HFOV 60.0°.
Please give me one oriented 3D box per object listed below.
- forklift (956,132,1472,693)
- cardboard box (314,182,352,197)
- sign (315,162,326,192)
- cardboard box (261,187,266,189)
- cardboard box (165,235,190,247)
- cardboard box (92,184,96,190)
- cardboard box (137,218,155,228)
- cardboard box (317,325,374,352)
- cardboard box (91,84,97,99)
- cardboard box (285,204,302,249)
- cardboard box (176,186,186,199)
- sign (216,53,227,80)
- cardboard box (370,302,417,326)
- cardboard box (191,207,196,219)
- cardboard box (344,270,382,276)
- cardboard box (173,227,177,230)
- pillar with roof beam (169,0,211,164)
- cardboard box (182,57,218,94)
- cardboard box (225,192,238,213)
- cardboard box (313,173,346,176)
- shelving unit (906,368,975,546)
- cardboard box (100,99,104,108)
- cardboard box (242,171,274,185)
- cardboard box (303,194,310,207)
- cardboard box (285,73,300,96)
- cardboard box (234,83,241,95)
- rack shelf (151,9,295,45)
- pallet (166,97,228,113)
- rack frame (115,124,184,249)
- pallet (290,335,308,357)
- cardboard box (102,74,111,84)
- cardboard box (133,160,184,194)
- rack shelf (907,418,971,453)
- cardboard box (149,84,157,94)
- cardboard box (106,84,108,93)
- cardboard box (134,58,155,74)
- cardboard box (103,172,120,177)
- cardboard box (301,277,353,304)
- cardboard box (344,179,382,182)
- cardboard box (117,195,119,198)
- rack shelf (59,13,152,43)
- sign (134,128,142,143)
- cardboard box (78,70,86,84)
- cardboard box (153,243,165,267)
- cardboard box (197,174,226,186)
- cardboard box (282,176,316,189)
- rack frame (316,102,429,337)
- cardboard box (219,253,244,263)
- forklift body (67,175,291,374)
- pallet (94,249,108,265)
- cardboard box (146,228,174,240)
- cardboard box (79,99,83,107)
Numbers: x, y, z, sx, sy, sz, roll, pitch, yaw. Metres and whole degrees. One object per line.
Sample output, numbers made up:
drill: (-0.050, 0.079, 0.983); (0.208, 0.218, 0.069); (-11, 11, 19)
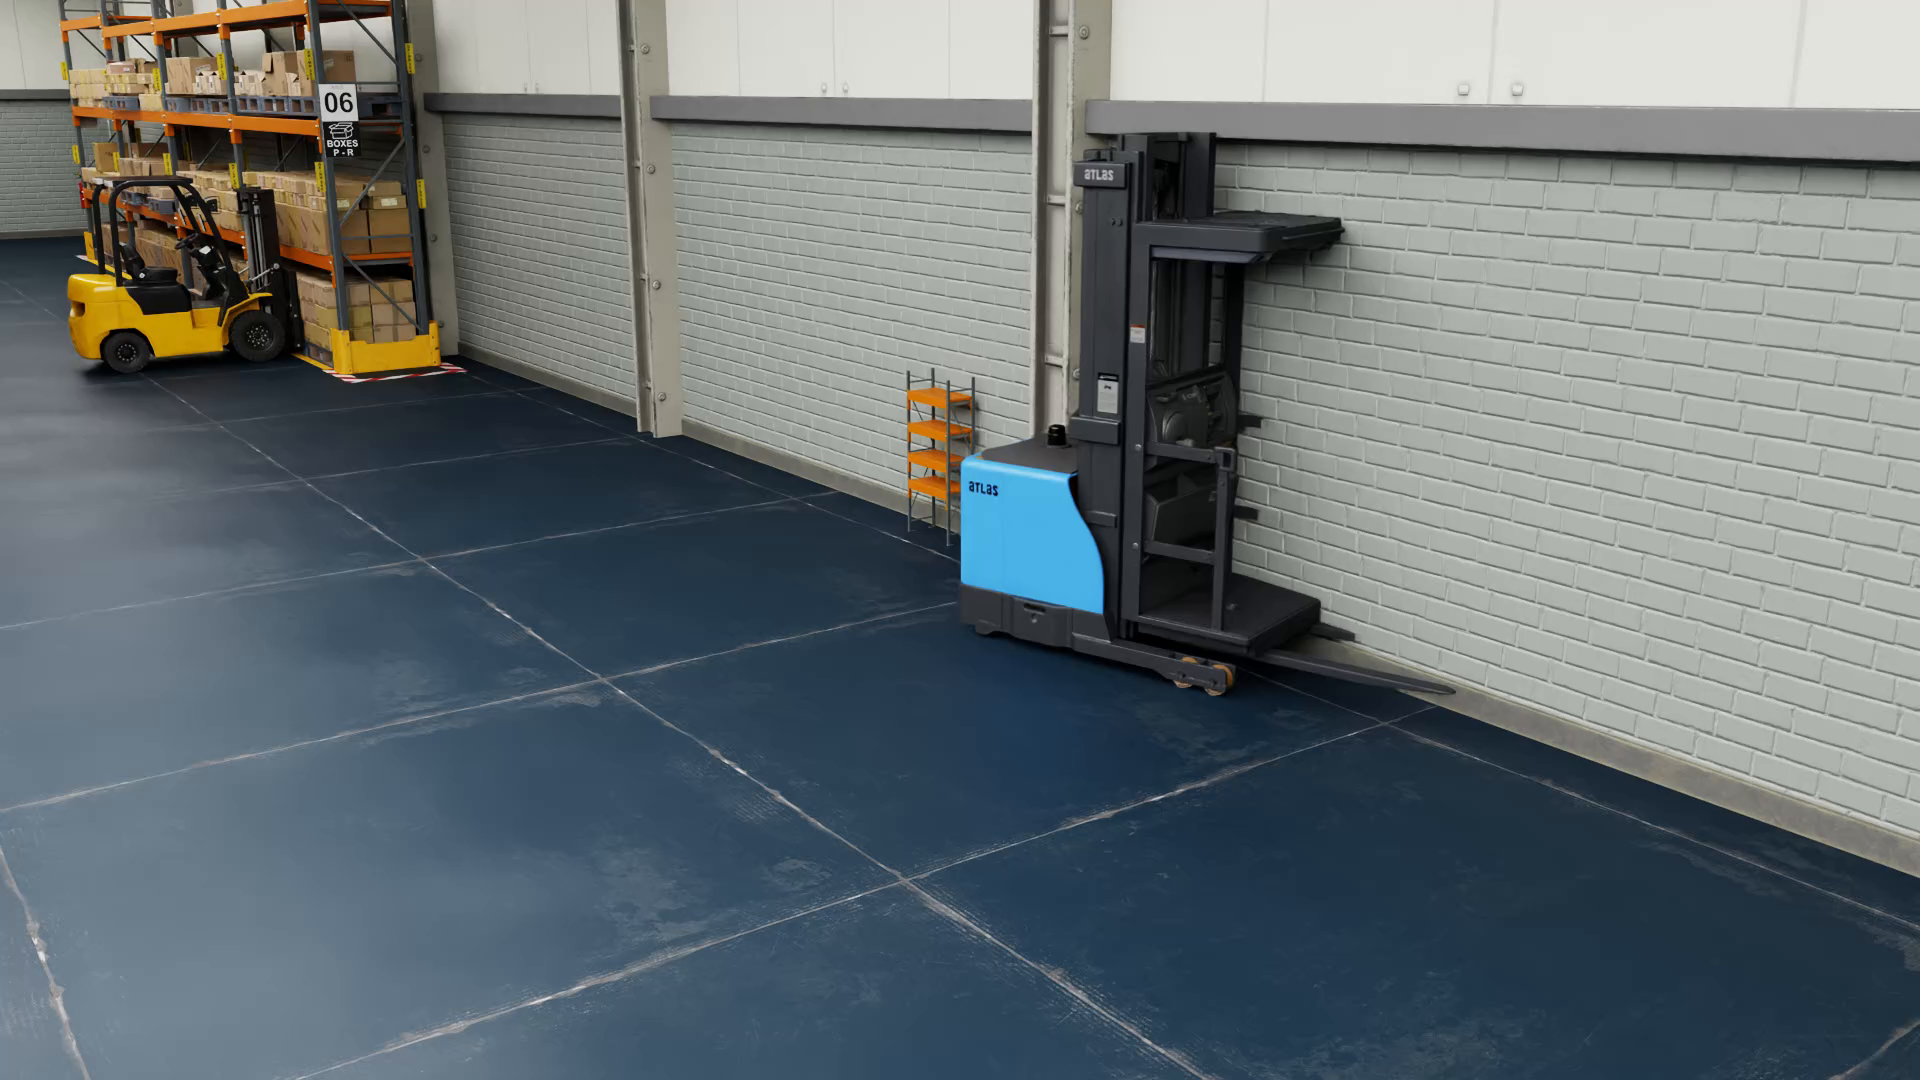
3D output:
forklift: (1.502, -0.743, 9.238); (3.031, 2.935, 1.130); (9, 18, 31)
cardboard box: (-7.238, -4.057, 19.236); (0.380, 0.149, 0.250); (-11, 19, -34)
sign: (-7.134, -4.053, 18.559); (0.100, 0.325, 0.005); (-11, 19, -35)
cardboard box: (-8.650, -4.397, 21.041); (0.380, 0.149, 0.250); (-10, 18, -33)
cardboard box: (-12.456, -4.778, 26.564); (0.380, 0.149, 0.250); (-11, 19, -35)
cardboard box: (-15.936, -6.597, 30.972); (0.380, 0.149, 0.250); (-10, 18, -33)
cardboard box: (-13.698, -5.368, 28.155); (0.380, 0.149, 0.250); (-11, 19, -35)
cardboard box: (-7.219, -2.389, 19.535); (0.500, 0.250, 0.500); (-11, 19, -34)
cardboard box: (-14.835, -7.826, 29.027); (0.500, 0.250, 0.500); (-10, 18, -33)
cardboard box: (-7.788, -3.795, 20.071); (0.500, 0.500, 0.500); (-11, 19, -36)
cardboard box: (-11.347, -5.202, 24.736); (0.500, 0.250, 0.500); (-11, 19, -35)
sign: (-9.472, -6.077, 21.339); (0.100, 0.325, 0.005); (-11, 19, -35)
cardboard box: (-6.795, -2.711, 19.766); (0.500, 0.250, 0.500); (-10, 18, -34)
cardboard box: (-11.036, -4.856, 24.421); (0.500, 0.250, 0.500); (-11, 19, -36)
cardboard box: (-7.398, -3.166, 20.482); (0.500, 0.250, 0.500); (-11, 19, -35)
cardboard box: (-13.134, -5.244, 28.265); (0.380, 0.149, 0.250); (-11, 19, -35)
pillar with roof beam: (-16.905, -8.538, 26.223); (9.100, 9.000, 0.400); (-11, 19, -35)
cardboard box: (-10.563, -6.505, 23.306); (0.500, 0.500, 0.500); (-10, 18, -33)
cardboard box: (-9.534, -4.549, 22.353); (0.500, 0.250, 0.500); (-11, 19, -36)
cardboard box: (-7.992, -4.582, 21.153); (0.380, 0.149, 0.250); (-11, 19, -35)
shelving unit: (-0.139, -0.606, 12.016); (0.258, 1.200, 0.503); (-11, 19, -35)
cardboard box: (-14.626, -7.545, 28.754); (0.380, 0.149, 0.250); (-11, 19, -35)
cardboard box: (-9.091, -4.706, 21.606); (0.380, 0.149, 0.250); (-10, 18, -33)
cardboard box: (-7.531, -4.022, 19.672); (0.380, 0.149, 0.250); (-11, 19, -35)
cardboard box: (-7.569, -5.278, 19.265); (0.396, 0.266, 0.258); (-11, 19, -34)
cardboard box: (-9.020, -5.749, 21.207); (0.380, 0.149, 0.250); (-10, 18, -33)
rack shelf: (-10.215, -7.096, 23.077); (1.077, 0.370, 4.000); (-11, 19, -35)
pallet: (-10.919, -6.394, 24.432); (1.213, 0.211, 1.003); (-10, 18, -32)
rack frame: (-13.742, -6.024, 28.402); (1.000, 3.000, 0.127); (-11, 19, -35)
pallet: (-7.883, -2.533, 20.932); (1.003, 0.211, 1.213); (-11, 19, -35)
cardboard box: (-13.922, -7.612, 27.450); (0.380, 0.149, 0.250); (-10, 18, -33)
cardboard box: (-12.873, -5.858, 26.813); (0.700, 0.500, 0.500); (-11, 19, -35)
rack shelf: (-0.139, -0.757, 11.974); (0.258, 0.148, 0.480); (-11, 19, -35)
cardboard box: (-12.246, -6.939, 25.595); (0.380, 0.149, 0.250); (-11, 19, -35)
cardboard box: (-13.888, -7.474, 27.512); (0.380, 0.149, 0.250); (-11, 19, -34)
cardboard box: (-13.507, -7.889, 27.677); (0.396, 0.266, 0.258); (-11, 19, -35)
cardboard box: (-14.828, -6.379, 29.421); (0.500, 0.250, 0.500); (-11, 19, -35)
cardboard box: (-7.515, -2.978, 19.793); (0.500, 0.250, 0.500); (-10, 18, -34)
cardboard box: (-7.138, -4.241, 19.908); (0.380, 0.149, 0.250); (-11, 19, -34)
cardboard box: (-14.477, -6.035, 28.921); (0.380, 0.149, 0.250); (-10, 18, -33)
rack shelf: (-14.918, -8.996, 29.266); (1.077, 0.370, 4.000); (-11, 19, -35)
sign: (-15.634, -7.670, 31.627); (0.100, 0.325, 0.005); (-11, 19, -35)
cardboard box: (-15.446, -8.286, 29.761); (0.500, 0.250, 0.500); (-11, 19, -35)
cardboard box: (-12.729, -4.551, 26.962); (0.500, 0.500, 0.500); (-12, 19, -37)
cardboard box: (-10.674, -5.143, 23.766); (0.380, 0.149, 0.250); (-10, 18, -33)
cardboard box: (-8.109, -4.392, 20.461); (0.380, 0.149, 0.250); (-11, 19, -34)
rack frame: (-6.687, -3.461, 19.040); (1.000, 3.000, 0.127); (-11, 19, -35)
cardboard box: (-10.248, -3.809, 24.015); (0.875, 0.625, 0.625); (-12, 19, -37)
forklift body: (-9.277, -3.174, 19.597); (2.313, 2.155, 1.214); (-11, 19, -35)
pallet: (-15.580, -5.346, 31.210); (1.003, 0.211, 1.213); (-11, 19, -35)
cardboard box: (-13.361, -5.115, 27.794); (0.380, 0.149, 0.250); (-12, 19, -37)
cardboard box: (-15.719, -7.921, 30.127); (0.380, 0.149, 0.250); (-10, 18, -33)
